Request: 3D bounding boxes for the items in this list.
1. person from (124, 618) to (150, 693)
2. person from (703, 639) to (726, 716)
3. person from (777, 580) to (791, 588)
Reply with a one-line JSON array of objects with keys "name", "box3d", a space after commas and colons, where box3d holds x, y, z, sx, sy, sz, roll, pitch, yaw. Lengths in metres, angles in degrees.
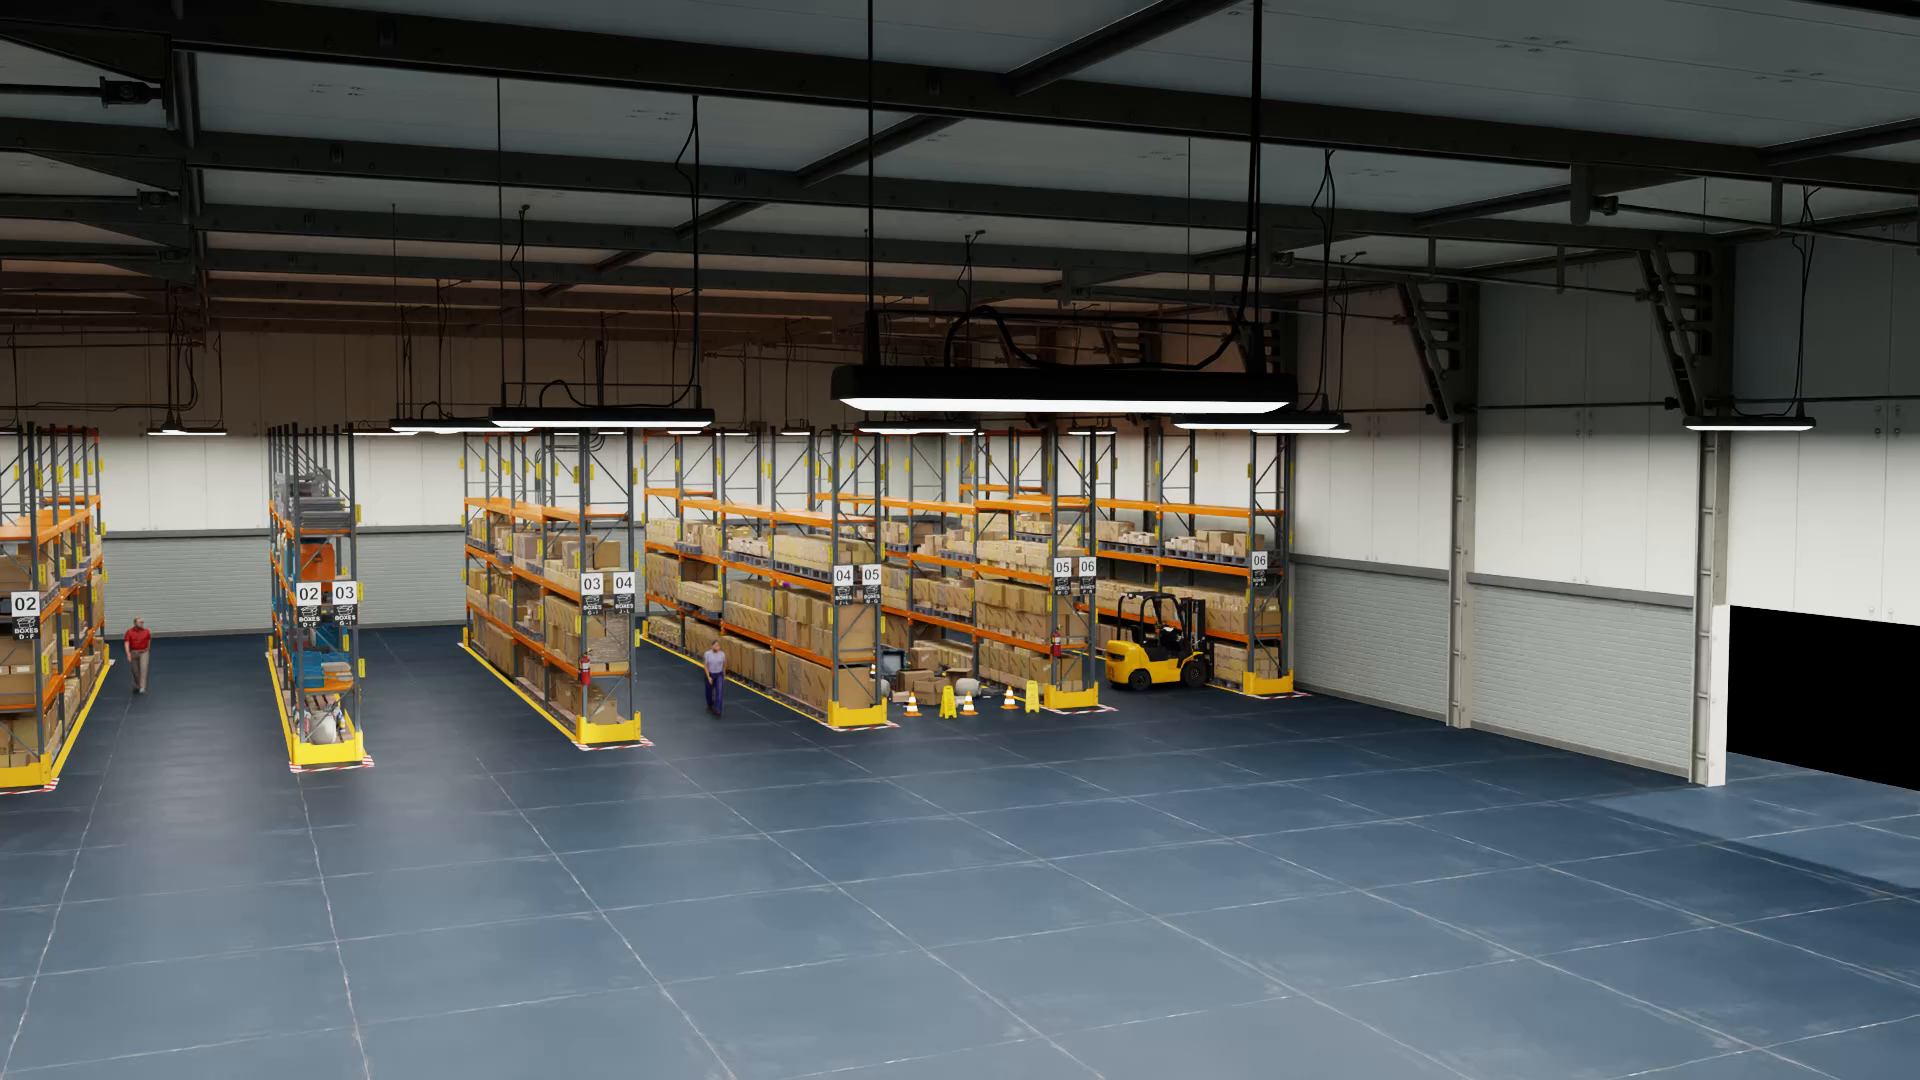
[{"name": "person", "box3d": [-18.524, 2.577, 37.436, 0.511, 1.657, 1.077, -1, 4, -21]}, {"name": "person", "box3d": [-5.069, 2.832, 34.389, 0.466, 1.562, 1.114, -1, 4, -10]}, {"name": "person", "box3d": [-5.469, 1.763, 50.615, 0.924, 1.736, 0.584, -3, 5, -40]}]
